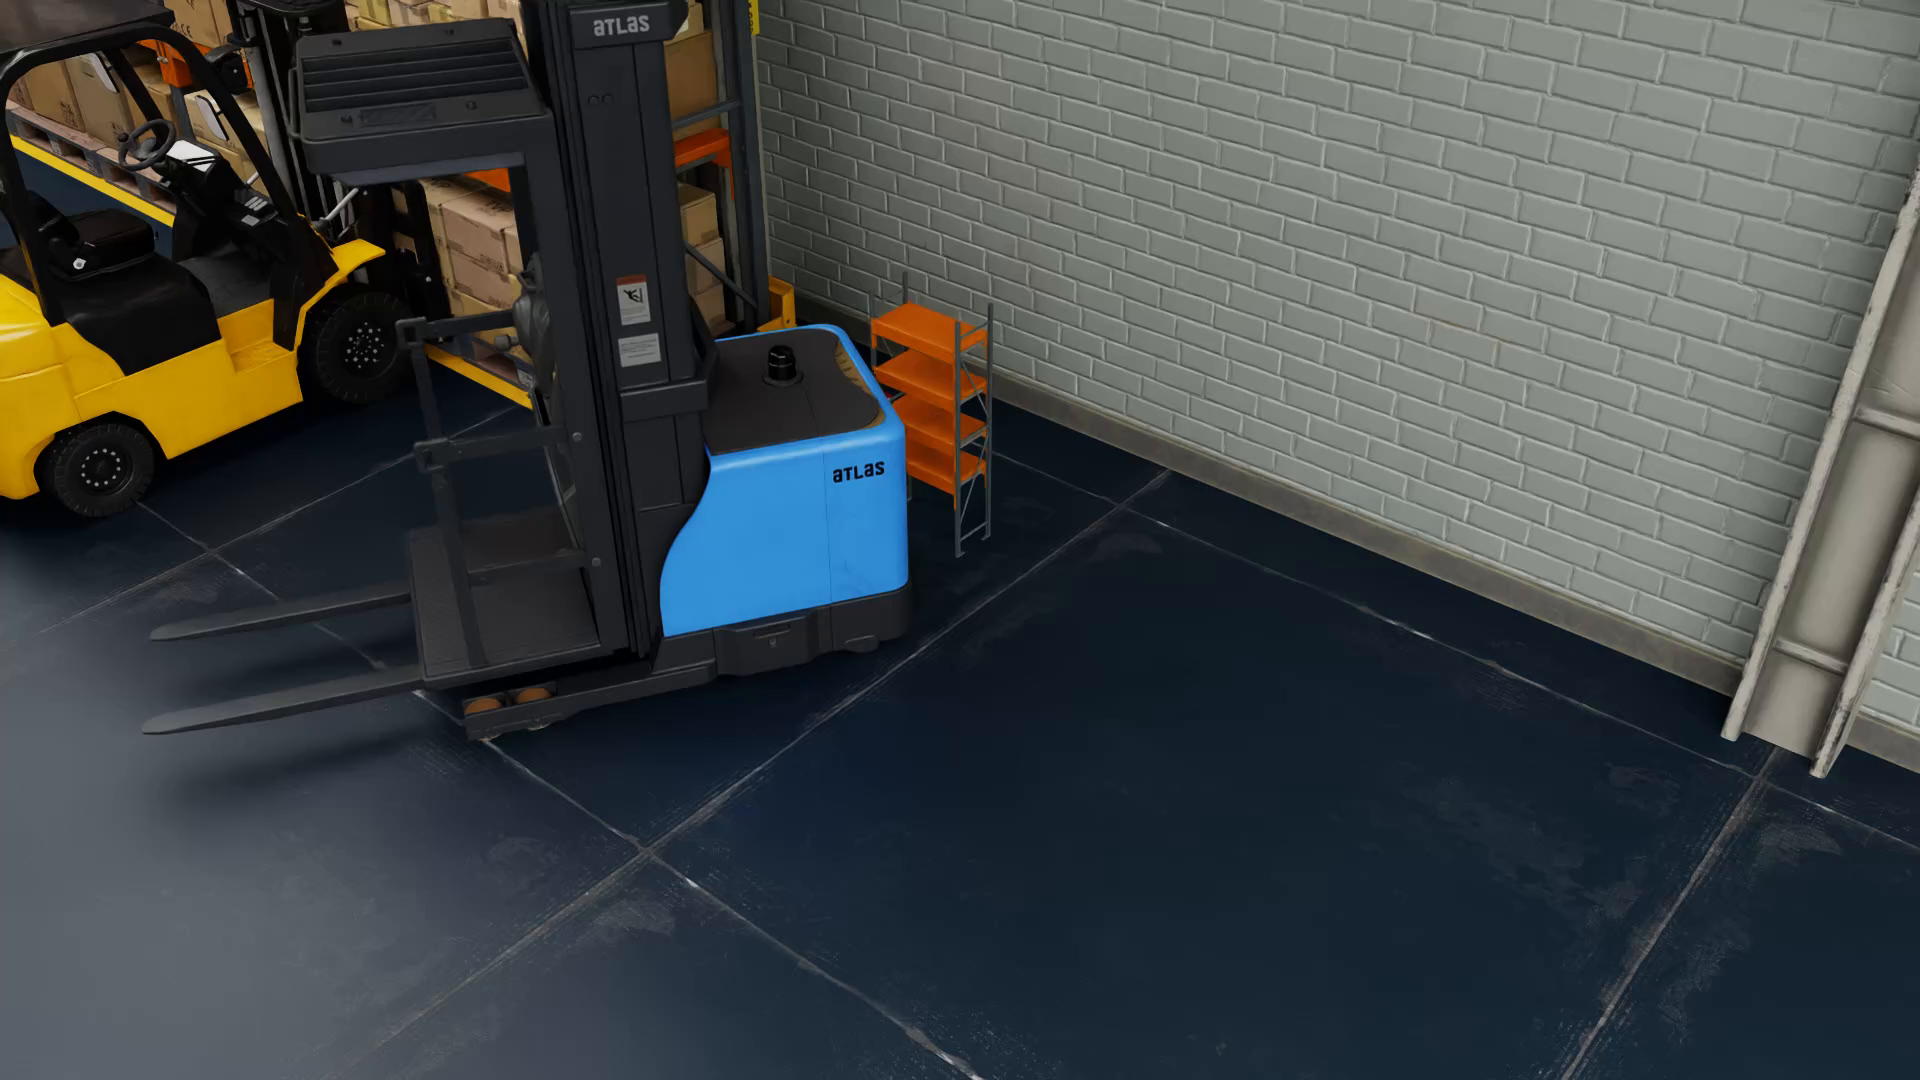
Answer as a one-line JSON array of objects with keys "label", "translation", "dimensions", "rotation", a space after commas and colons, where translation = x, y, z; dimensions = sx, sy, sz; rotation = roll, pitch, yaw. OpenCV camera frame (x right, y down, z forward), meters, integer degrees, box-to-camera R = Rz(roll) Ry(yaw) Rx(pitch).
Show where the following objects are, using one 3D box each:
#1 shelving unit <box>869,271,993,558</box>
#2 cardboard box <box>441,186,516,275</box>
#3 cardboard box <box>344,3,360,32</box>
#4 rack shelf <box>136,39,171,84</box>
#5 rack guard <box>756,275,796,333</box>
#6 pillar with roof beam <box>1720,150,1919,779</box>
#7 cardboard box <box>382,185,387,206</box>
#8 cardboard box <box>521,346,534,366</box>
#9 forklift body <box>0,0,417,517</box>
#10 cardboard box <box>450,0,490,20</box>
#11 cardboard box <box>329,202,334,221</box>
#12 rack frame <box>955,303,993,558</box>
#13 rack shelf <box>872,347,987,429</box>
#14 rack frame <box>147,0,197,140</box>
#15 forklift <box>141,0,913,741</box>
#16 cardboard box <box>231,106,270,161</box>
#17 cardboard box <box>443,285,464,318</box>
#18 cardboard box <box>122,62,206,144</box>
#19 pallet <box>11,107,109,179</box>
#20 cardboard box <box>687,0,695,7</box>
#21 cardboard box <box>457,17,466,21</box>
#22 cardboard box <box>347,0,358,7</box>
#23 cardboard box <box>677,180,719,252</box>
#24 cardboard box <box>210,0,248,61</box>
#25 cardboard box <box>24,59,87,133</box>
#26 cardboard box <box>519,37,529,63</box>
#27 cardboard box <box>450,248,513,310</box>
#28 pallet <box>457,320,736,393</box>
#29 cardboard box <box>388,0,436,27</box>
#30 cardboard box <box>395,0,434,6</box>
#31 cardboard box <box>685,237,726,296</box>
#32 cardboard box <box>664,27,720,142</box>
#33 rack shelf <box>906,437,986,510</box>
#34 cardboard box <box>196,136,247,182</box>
[{"label": "shelving unit", "translation": [-0.127, -0.555, 7.498], "dimensions": [0.503, 1.200, 0.258], "rotation": [25, 42, 32]}, {"label": "cardboard box", "translation": [-2.329, -1.647, 8.673], "dimensions": [0.500, 0.250, 0.500], "rotation": [26, 42, 33]}, {"label": "cardboard box", "translation": [-3.106, -2.641, 8.858], "dimensions": [0.500, 0.500, 0.500], "rotation": [26, 42, 32]}, {"label": "rack shelf", "translation": [-5.991, -3.858, 11.354], "dimensions": [4.000, 0.370, 1.077], "rotation": [25, 42, 32]}, {"label": "rack guard", "translation": [-1.361, -0.942, 8.681], "dimensions": [0.348, 0.500, 1.175], "rotation": [25, 42, 32]}, {"label": "pillar with roof beam", "translation": [0.519, -1.053, 1.334], "dimensions": [0.400, 9.000, 9.100], "rotation": [25, 42, 32]}, {"label": "cardboard box", "translation": [-3.108, -2.012, 9.205], "dimensions": [0.500, 0.250, 0.500], "rotation": [24, 41, 31]}, {"label": "cardboard box", "translation": [-1.943, -1.054, 8.693], "dimensions": [0.500, 0.250, 0.500], "rotation": [26, 42, 32]}, {"label": "forklift body", "translation": [-4.004, -1.525, 8.070], "dimensions": [1.214, 2.155, 2.313], "rotation": [25, 42, 32]}, {"label": "cardboard box", "translation": [-2.218, -2.610, 7.976], "dimensions": [0.250, 0.149, 0.380], "rotation": [26, 42, 33]}, {"label": "cardboard box", "translation": [-3.512, -1.998, 9.626], "dimensions": [0.500, 0.250, 0.500], "rotation": [25, 42, 31]}, {"label": "rack frame", "translation": [0.060, -0.466, 7.369], "dimensions": [0.015, 1.200, 0.240], "rotation": [25, 42, 32]}, {"label": "rack shelf", "translation": [-0.127, -0.683, 7.409], "dimensions": [0.480, 0.148, 0.258], "rotation": [25, 42, 32]}, {"label": "rack frame", "translation": [-4.454, -3.430, 10.095], "dimensions": [0.127, 3.000, 1.000], "rotation": [25, 42, 32]}, {"label": "forklift", "translation": [-1.776, -0.752, 6.256], "dimensions": [3.031, 2.935, 1.130], "rotation": [-11, 36, -16]}, {"label": "cardboard box", "translation": [-3.896, -2.381, 9.742], "dimensions": [0.500, 0.250, 0.500], "rotation": [25, 42, 32]}, {"label": "cardboard box", "translation": [-2.698, -1.423, 9.231], "dimensions": [0.500, 0.250, 0.500], "rotation": [26, 42, 32]}, {"label": "cardboard box", "translation": [-4.862, -2.809, 10.917], "dimensions": [0.625, 0.625, 0.875], "rotation": [27, 43, 34]}, {"label": "pallet", "translation": [-5.987, -2.973, 11.892], "dimensions": [1.213, 0.211, 1.003], "rotation": [25, 42, 32]}, {"label": "cardboard box", "translation": [-1.501, -2.627, 8.002], "dimensions": [0.250, 0.149, 0.380], "rotation": [24, 41, 31]}, {"label": "cardboard box", "translation": [-2.201, -2.494, 8.071], "dimensions": [0.250, 0.149, 0.380], "rotation": [26, 42, 33]}, {"label": "cardboard box", "translation": [-2.961, -2.877, 8.629], "dimensions": [0.250, 0.149, 0.380], "rotation": [25, 42, 32]}, {"label": "cardboard box", "translation": [-1.628, -1.690, 8.736], "dimensions": [0.500, 0.250, 0.500], "rotation": [25, 41, 31]}, {"label": "cardboard box", "translation": [-3.869, -3.016, 9.403], "dimensions": [0.500, 0.500, 0.500], "rotation": [26, 42, 33]}, {"label": "cardboard box", "translation": [-6.032, -3.364, 11.726], "dimensions": [0.625, 0.625, 0.875], "rotation": [23, 41, 30]}, {"label": "cardboard box", "translation": [-1.825, -2.294, 7.779], "dimensions": [0.250, 0.149, 0.380], "rotation": [26, 42, 32]}, {"label": "cardboard box", "translation": [-2.332, -1.454, 8.834], "dimensions": [0.500, 0.250, 0.500], "rotation": [25, 42, 31]}, {"label": "pallet", "translation": [-1.994, -1.091, 9.152], "dimensions": [1.213, 0.211, 1.003], "rotation": [25, 42, 32]}, {"label": "cardboard box", "translation": [-2.620, -2.665, 8.320], "dimensions": [0.250, 0.149, 0.380], "rotation": [24, 41, 30]}, {"label": "cardboard box", "translation": [-2.633, -2.778, 8.222], "dimensions": [0.250, 0.149, 0.380], "rotation": [26, 42, 33]}, {"label": "cardboard box", "translation": [-1.608, -1.488, 8.883], "dimensions": [0.500, 0.250, 0.500], "rotation": [26, 42, 33]}, {"label": "cardboard box", "translation": [-1.583, -2.323, 8.395], "dimensions": [0.500, 0.500, 0.500], "rotation": [27, 43, 33]}, {"label": "rack shelf", "translation": [-0.127, -0.335, 7.648], "dimensions": [0.480, 0.148, 0.258], "rotation": [25, 42, 32]}, {"label": "cardboard box", "translation": [-4.280, -2.367, 10.163], "dimensions": [0.500, 0.250, 0.500], "rotation": [25, 42, 32]}]
